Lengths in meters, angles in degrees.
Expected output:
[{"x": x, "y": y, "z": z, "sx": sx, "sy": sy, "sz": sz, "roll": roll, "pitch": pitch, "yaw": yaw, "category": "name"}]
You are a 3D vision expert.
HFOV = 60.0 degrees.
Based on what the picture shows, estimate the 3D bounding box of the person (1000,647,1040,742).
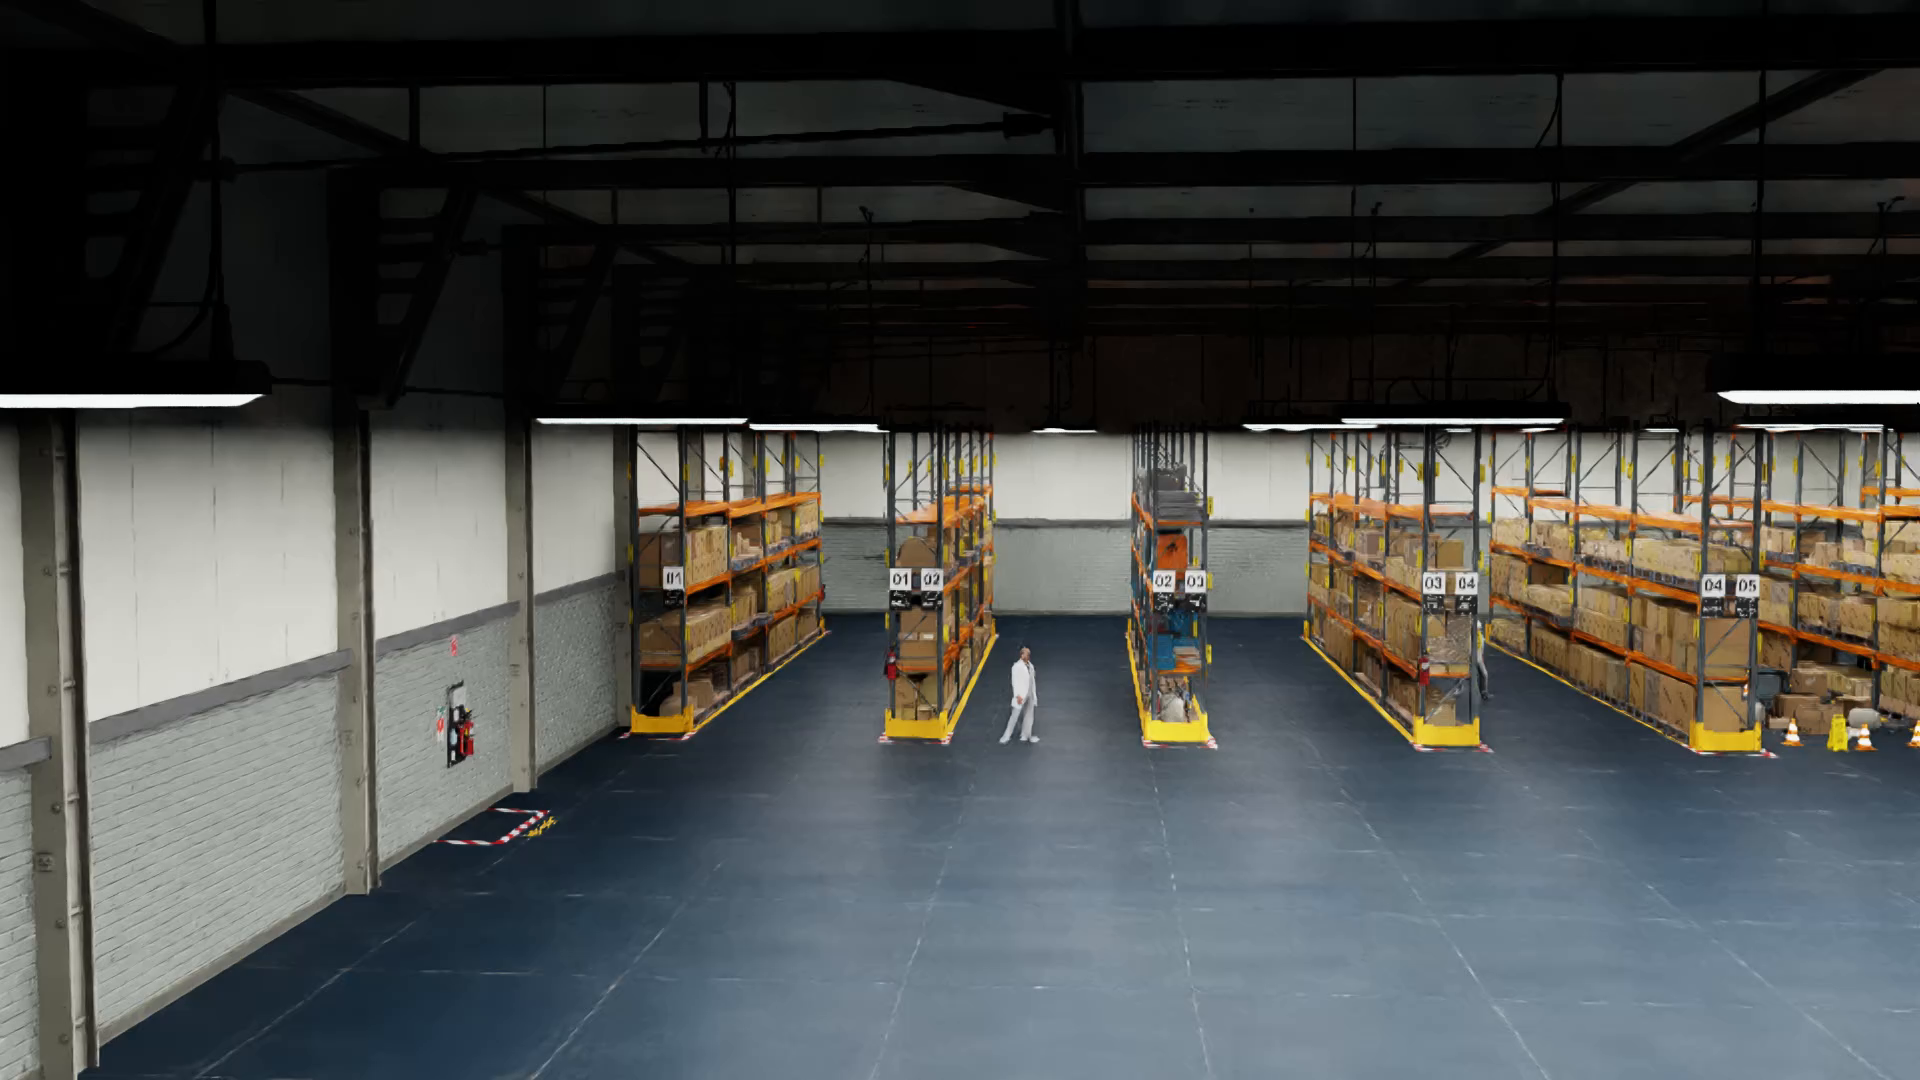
[{"x": 1.090, "y": 2.881, "z": 30.913, "sx": 0.758, "sy": 1.775, "sz": 0.508, "roll": -3, "pitch": 5, "yaw": -43, "category": "person"}]

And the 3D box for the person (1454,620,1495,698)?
[{"x": 11.152, "y": 2.571, "z": 36.189, "sx": 0.683, "sy": 1.713, "sz": 0.837, "roll": -1, "pitch": 4, "yaw": -12, "category": "person"}]

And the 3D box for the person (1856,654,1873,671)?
[{"x": 21.440, "y": 2.310, "z": 39.576, "sx": 0.577, "sy": 1.785, "sz": 0.655, "roll": 3, "pitch": 4, "yaw": 35, "category": "person"}]
